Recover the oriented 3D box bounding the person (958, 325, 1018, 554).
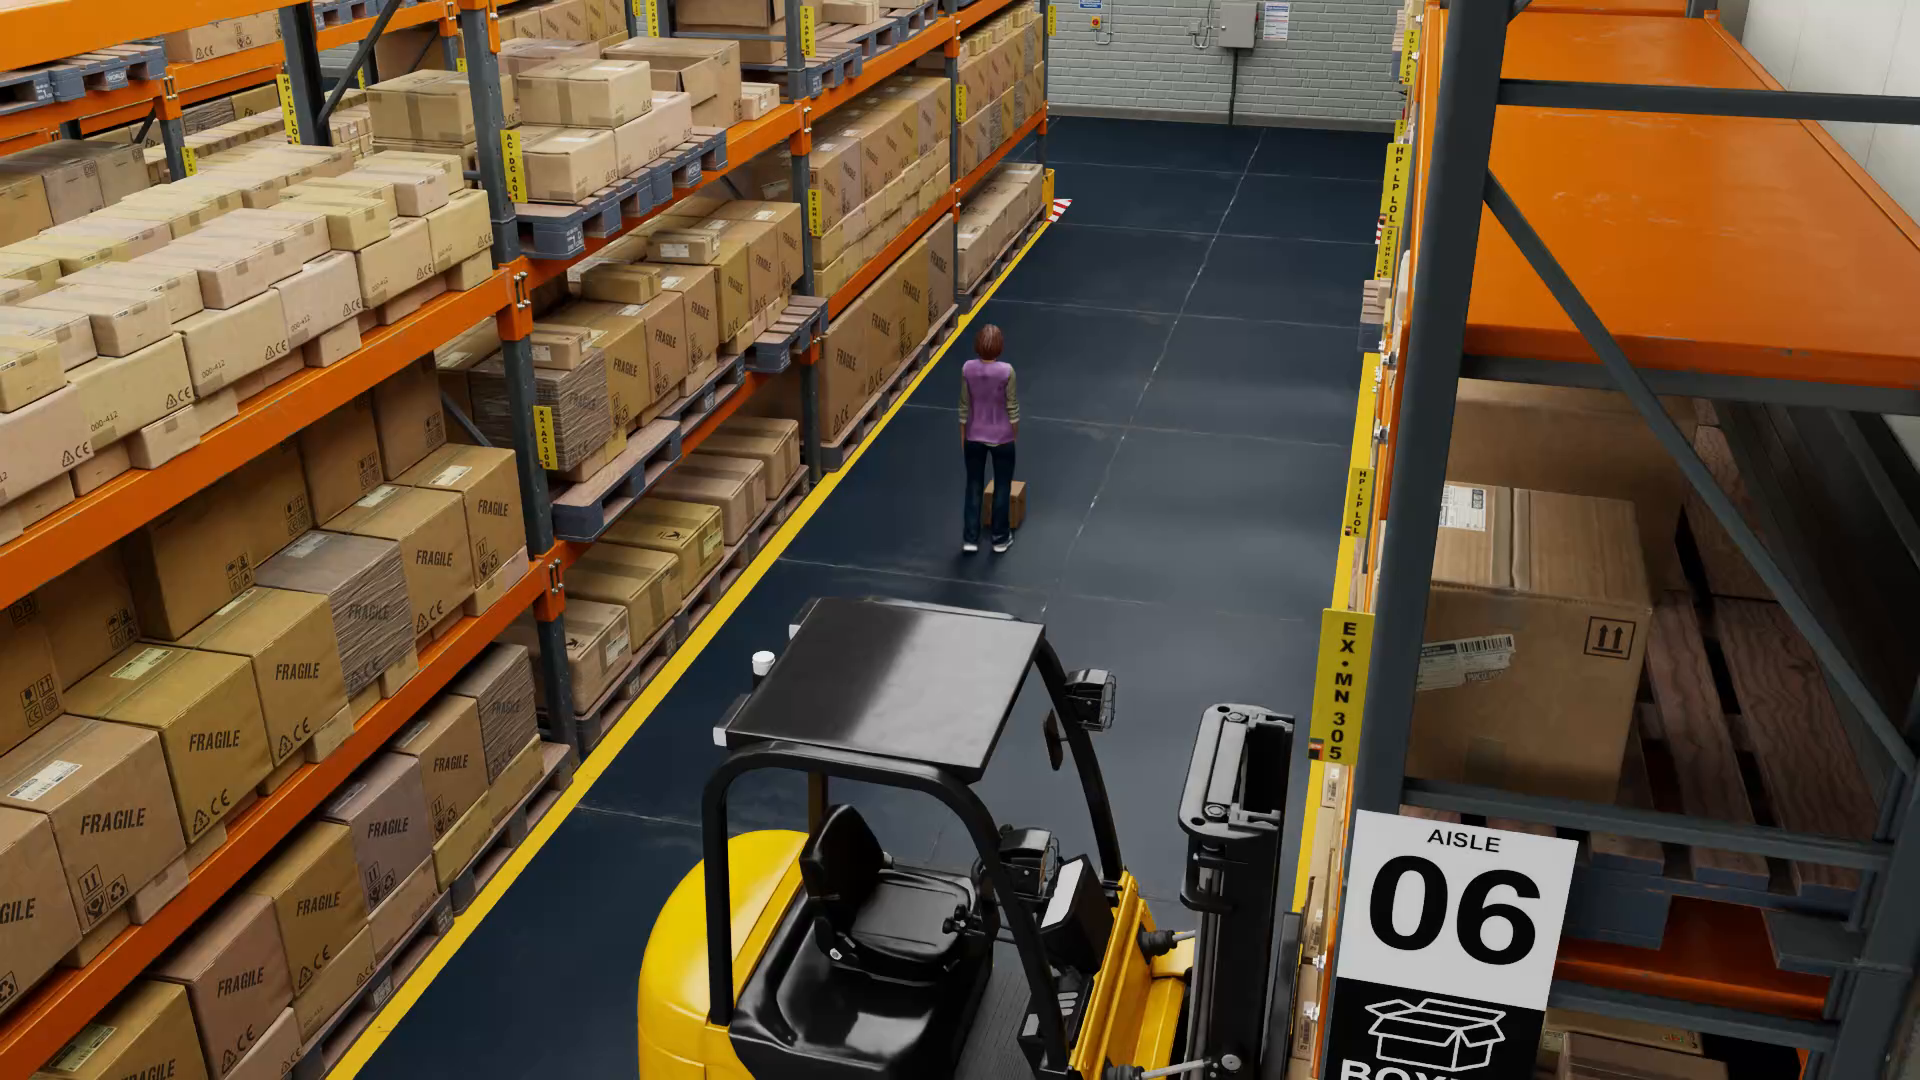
[{"bbox_3d":[0.185,-0.661,11.094,0.406,1.615,0.312,7,27,14],"label":"person"}]
